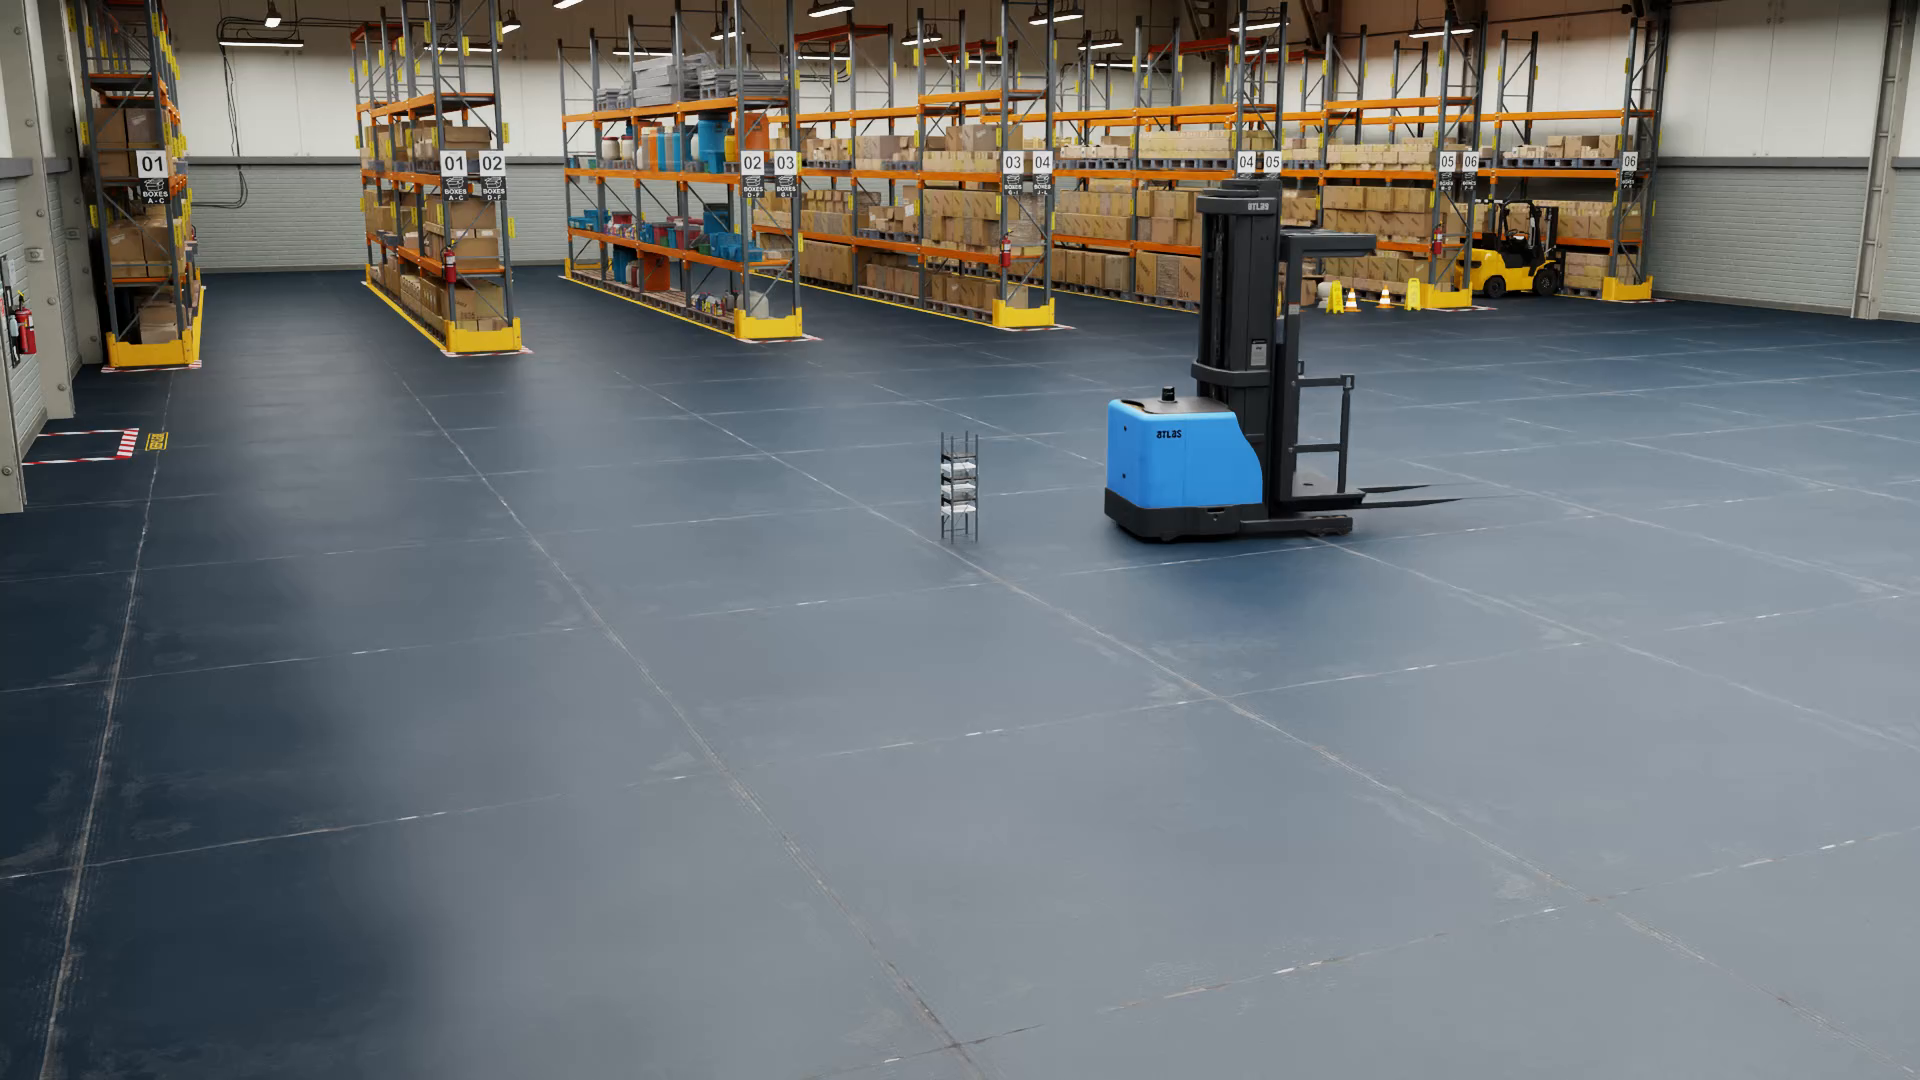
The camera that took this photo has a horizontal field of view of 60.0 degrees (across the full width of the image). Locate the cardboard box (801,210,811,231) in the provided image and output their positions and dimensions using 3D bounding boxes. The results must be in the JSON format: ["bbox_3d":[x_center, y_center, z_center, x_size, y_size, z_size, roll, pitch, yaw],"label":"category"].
[{"bbox_3d":[-3.625,-7.906,41.154,0.500,0.500,0.500,-6,14,-23],"label":"cardboard box"}]

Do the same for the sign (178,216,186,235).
[{"bbox_3d":[-13.497,-5.452,28.853,0.100,0.325,0.005,-6,14,-23],"label":"sign"}]

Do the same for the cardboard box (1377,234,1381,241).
[{"bbox_3d":[9.366,-6.644,36.479,0.380,0.149,0.250,-6,14,-23],"label":"cardboard box"}]

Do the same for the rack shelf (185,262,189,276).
[{"bbox_3d":[-14.793,-5.042,30.599,1.077,0.370,4.000,-6,14,-23],"label":"rack shelf"}]

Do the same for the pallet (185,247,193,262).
[{"bbox_3d":[-14.164,-5.057,29.493,1.003,0.211,1.213,-6,14,-23],"label":"pallet"}]

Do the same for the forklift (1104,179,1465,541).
[{"bbox_3d":[2.837,-1.569,14.149,3.031,2.935,1.130,-3,13,-13],"label":"forklift"}]

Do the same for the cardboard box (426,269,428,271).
[{"bbox_3d":[-11.388,-5.582,35.905,0.500,0.500,0.500,-6,14,-24],"label":"cardboard box"}]

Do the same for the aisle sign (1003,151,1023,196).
[{"bbox_3d":[0.976,-6.722,30.496,0.394,0.787,0.004,-6,14,-23],"label":"aisle sign"}]

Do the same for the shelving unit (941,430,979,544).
[{"bbox_3d":[-0.003,-0.440,13.776,0.258,0.900,0.210,-6,14,-23],"label":"shelving unit"}]

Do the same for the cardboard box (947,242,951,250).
[{"bbox_3d":[-0.042,-5.872,33.145,0.380,0.149,0.250,-6,14,-23],"label":"cardboard box"}]

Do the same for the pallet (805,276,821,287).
[{"bbox_3d":[-3.202,-6.463,41.328,1.003,0.211,1.213,-6,14,-23],"label":"pallet"}]

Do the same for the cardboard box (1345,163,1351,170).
[{"bbox_3d":[8.859,-8.369,37.282,0.380,0.149,0.250,-6,14,-23],"label":"cardboard box"}]

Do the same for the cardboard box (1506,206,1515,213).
[{"bbox_3d":[13.243,-7.888,39.637,0.380,0.149,0.250,-5,14,-22],"label":"cardboard box"}]

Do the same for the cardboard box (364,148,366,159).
[{"bbox_3d":[-13.894,-9.202,39.550,0.500,0.250,0.500,-6,14,-23],"label":"cardboard box"}]

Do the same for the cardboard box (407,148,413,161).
[{"bbox_3d":[-10.823,-7.758,33.488,0.500,0.250,0.500,-7,15,-27],"label":"cardboard box"}]

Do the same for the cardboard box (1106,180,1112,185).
[{"bbox_3d":[4.369,-10.125,47.088,0.380,0.149,0.250,-6,14,-24],"label":"cardboard box"}]

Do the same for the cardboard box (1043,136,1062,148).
[{"bbox_3d":[2.207,-9.518,39.772,0.396,0.266,0.258,-6,14,-23],"label":"cardboard box"}]

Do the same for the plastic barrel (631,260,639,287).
[{"bbox_3d":[-7.180,-6.063,37.832,0.600,0.588,0.708,-6,14,-23],"label":"plastic barrel"}]

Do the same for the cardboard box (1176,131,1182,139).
[{"bbox_3d":[4.653,-8.309,34.103,0.380,0.149,0.250,-6,14,-23],"label":"cardboard box"}]

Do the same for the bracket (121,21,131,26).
[{"bbox_3d":[-20.181,-12.561,40.203,0.235,0.232,0.430,-6,14,-23],"label":"bracket"}]

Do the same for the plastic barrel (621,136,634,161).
[{"bbox_3d":[-7.365,-8.786,37.292,0.433,0.535,0.433,0,13,0],"label":"plastic barrel"}]

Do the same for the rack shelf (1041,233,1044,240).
[{"bbox_3d":[1.806,-7.638,41.814,1.077,0.370,4.000,-6,14,-23],"label":"rack shelf"}]

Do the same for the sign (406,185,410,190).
[{"bbox_3d":[-13.744,-8.671,41.414,0.100,0.325,0.005,-6,14,-23],"label":"sign"}]

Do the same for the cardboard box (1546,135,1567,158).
[{"bbox_3d":[13.935,-9.019,38.151,0.797,0.503,0.637,-5,14,-21],"label":"cardboard box"}]

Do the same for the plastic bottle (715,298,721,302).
[{"bbox_3d":[-4.599,-4.449,31.506,0.152,0.276,0.135,-6,14,-23],"label":"plastic bottle"}]

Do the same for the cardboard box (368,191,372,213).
[{"bbox_3d":[-13.708,-8.011,39.393,0.500,0.500,0.500,-6,14,-23],"label":"cardboard box"}]

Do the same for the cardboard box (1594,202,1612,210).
[{"bbox_3d":[14.389,-7.452,37.097,0.380,0.149,0.250,-6,14,-23],"label":"cardboard box"}]

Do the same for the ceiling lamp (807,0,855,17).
[{"bbox_3d":[-2.296,-11.866,32.236,0.800,3.185,2.000,-6,14,-23],"label":"ceiling lamp"}]

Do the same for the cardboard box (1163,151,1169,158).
[{"bbox_3d":[4.453,-8.025,34.643,0.380,0.149,0.250,-6,14,-24],"label":"cardboard box"}]

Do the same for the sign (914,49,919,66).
[{"bbox_3d":[-0.882,-9.725,33.510,0.100,0.325,0.005,-6,14,-23],"label":"sign"}]

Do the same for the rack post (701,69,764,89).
[{"bbox_3d":[-4.117,-8.331,30.078,0.937,0.300,0.954,-6,14,-24],"label":"rack post"}]

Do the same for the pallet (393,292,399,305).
[{"bbox_3d":[-11.806,-5.305,36.323,1.003,0.211,1.213,-6,14,-23],"label":"pallet"}]

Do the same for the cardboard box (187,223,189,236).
[{"bbox_3d":[-16.567,-6.659,35.061,0.500,0.500,0.500,-6,14,-23],"label":"cardboard box"}]

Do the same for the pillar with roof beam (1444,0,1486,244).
[{"bbox_3d":[9.052,-10.838,40.742,9.100,9.000,0.548,-6,14,-23],"label":"pillar with roof beam"}]

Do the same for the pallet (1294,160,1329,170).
[{"bbox_3d":[8.555,-8.724,38.675,1.213,0.211,1.003,-6,14,-23],"label":"pallet"}]

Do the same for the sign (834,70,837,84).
[{"bbox_3d":[-3.088,-11.442,41.105,0.100,0.325,0.005,-6,14,-23],"label":"sign"}]

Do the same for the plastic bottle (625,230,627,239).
[{"bbox_3d":[-7.464,-6.863,37.311,0.097,0.201,0.097,0,13,0],"label":"plastic bottle"}]

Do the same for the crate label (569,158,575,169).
[{"bbox_3d":[-9.647,-9.523,42.040,0.408,0.251,0.502,-6,14,-23],"label":"crate label"}]

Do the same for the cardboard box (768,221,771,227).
[{"bbox_3d":[-4.826,-8.310,43.680,0.380,0.149,0.250,-6,14,-24],"label":"cardboard box"}]

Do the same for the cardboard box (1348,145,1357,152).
[{"bbox_3d":[8.841,-8.687,36.886,0.380,0.149,0.250,-6,14,-23],"label":"cardboard box"}]

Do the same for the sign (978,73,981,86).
[{"bbox_3d":[0.500,-11.773,42.532,0.100,0.325,0.005,-6,14,-23],"label":"sign"}]

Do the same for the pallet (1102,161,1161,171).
[{"bbox_3d":[3.797,-8.302,36.860,0.805,0.209,1.217,-6,14,-25],"label":"pallet"}]

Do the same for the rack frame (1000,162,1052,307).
[{"bbox_3d":[1.226,-5.495,30.961,1.000,3.000,0.127,-6,14,-23],"label":"rack frame"}]

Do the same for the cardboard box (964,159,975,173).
[{"bbox_3d":[0.400,-7.170,31.876,0.500,0.250,0.500,-5,14,-22],"label":"cardboard box"}]

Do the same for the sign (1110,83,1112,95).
[{"bbox_3d":[4.400,-13.158,48.520,0.100,0.325,0.005,-6,14,-23],"label":"sign"}]

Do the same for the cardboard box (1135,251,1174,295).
[{"bbox_3d":[4.397,-5.782,35.981,0.875,0.875,0.875,-5,14,-22],"label":"cardboard box"}]

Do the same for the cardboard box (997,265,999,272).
[{"bbox_3d":[1.271,-7.103,42.518,0.500,0.500,0.500,-5,14,-20],"label":"cardboard box"}]

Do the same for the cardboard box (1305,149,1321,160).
[{"bbox_3d":[8.338,-8.917,38.495,0.500,0.250,0.500,-6,14,-24],"label":"cardboard box"}]

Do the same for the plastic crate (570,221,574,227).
[{"bbox_3d":[-9.871,-8.100,42.666,0.250,0.136,0.298,-6,14,-23],"label":"plastic crate"}]

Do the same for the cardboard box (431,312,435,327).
[{"bbox_3d":[-8.949,-3.859,29.059,0.500,0.250,0.500,-6,14,-23],"label":"cardboard box"}]

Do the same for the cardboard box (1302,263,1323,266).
[{"bbox_3d":[8.201,-6.398,39.756,0.950,0.372,0.625,-5,14,-19],"label":"cardboard box"}]

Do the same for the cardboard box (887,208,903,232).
[{"bbox_3d":[-1.155,-6.926,35.984,0.797,0.503,0.637,-4,14,-17],"label":"cardboard box"}]

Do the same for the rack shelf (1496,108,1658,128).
[{"bbox_3d":[14.052,-9.630,38.004,1.077,0.370,4.000,-6,14,-23],"label":"rack shelf"}]

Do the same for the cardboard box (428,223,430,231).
[{"bbox_3d":[-9.318,-5.614,29.815,0.380,0.149,0.250,-6,14,-24],"label":"cardboard box"}]

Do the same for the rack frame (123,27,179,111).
[{"bbox_3d":[-18.798,-10.381,38.768,1.000,3.000,0.127,-6,14,-23],"label":"rack frame"}]
